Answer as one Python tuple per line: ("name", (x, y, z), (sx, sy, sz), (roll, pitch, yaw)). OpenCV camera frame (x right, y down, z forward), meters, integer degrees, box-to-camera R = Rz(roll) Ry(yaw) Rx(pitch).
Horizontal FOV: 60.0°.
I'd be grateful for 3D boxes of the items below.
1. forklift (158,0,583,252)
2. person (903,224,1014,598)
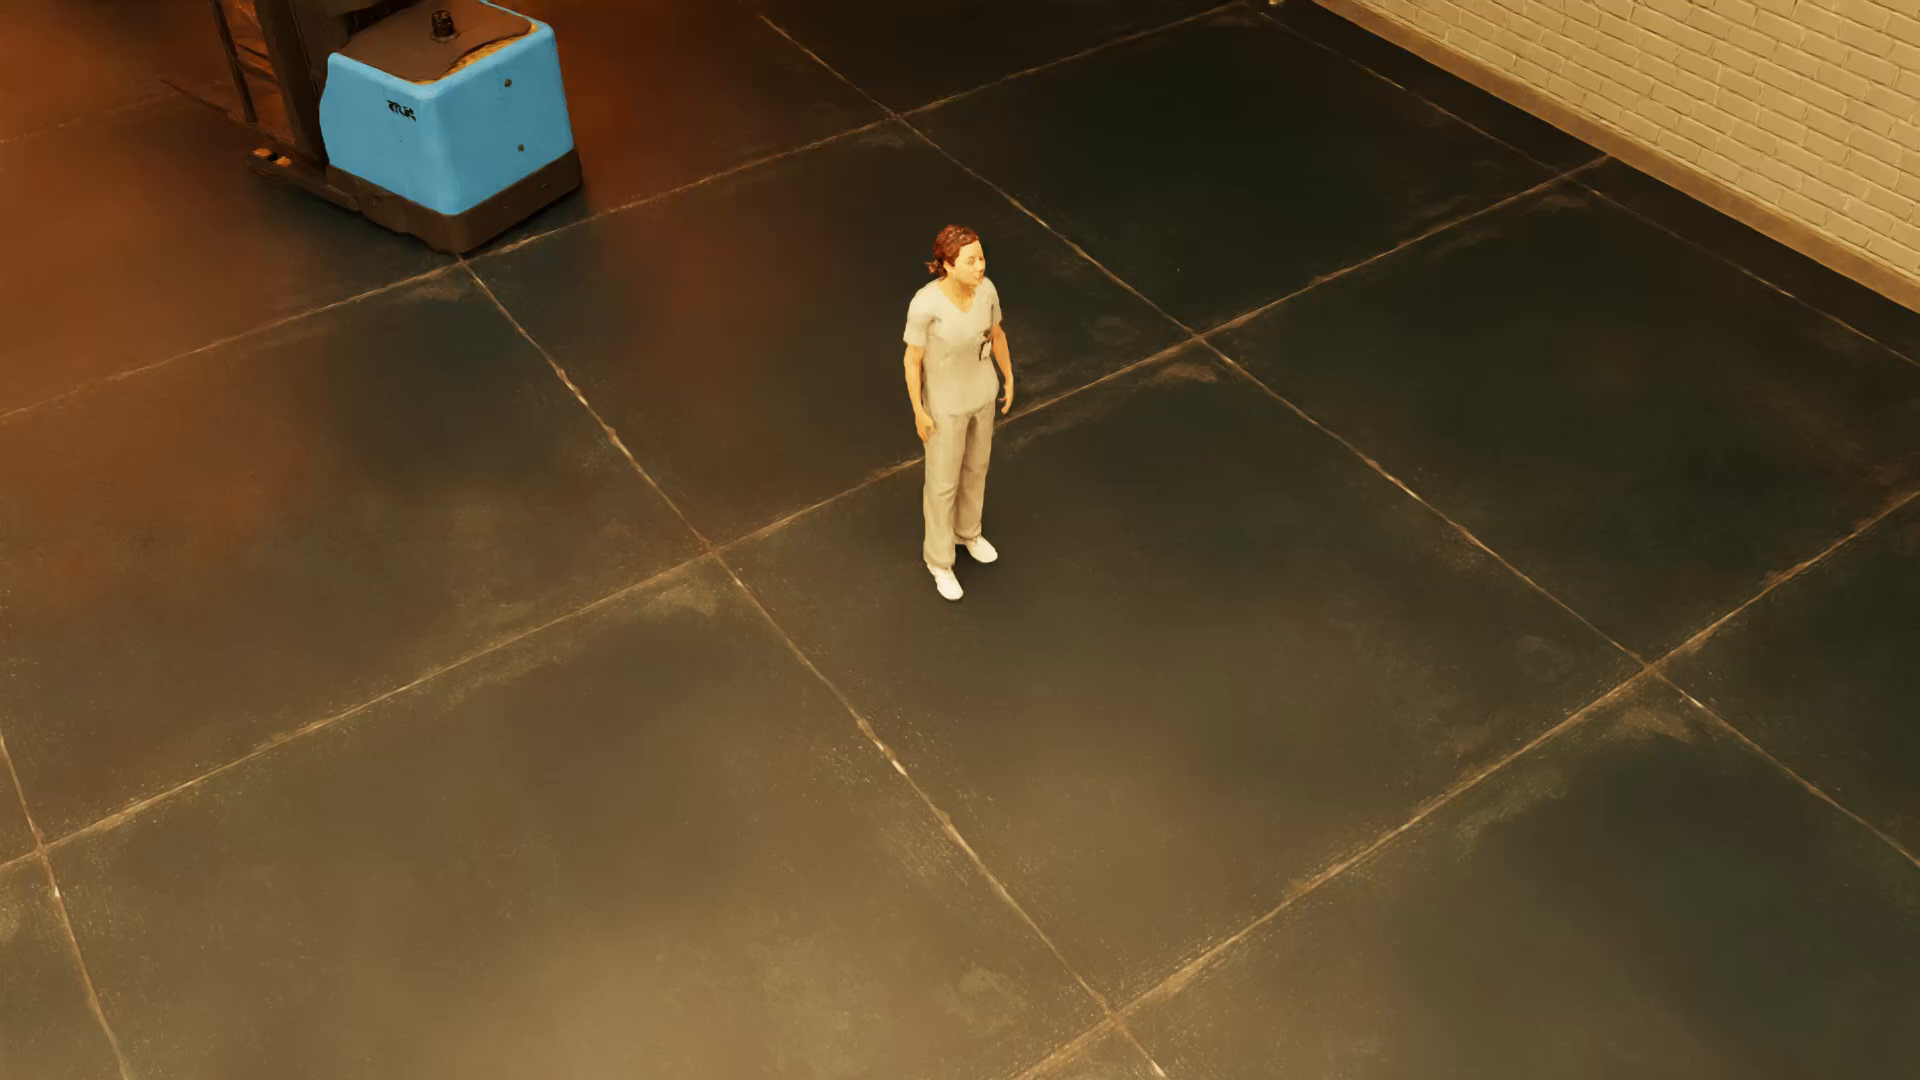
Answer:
("forklift", (-3.799, -3.532, 9.549), (3.031, 2.935, 1.130), (25, 48, 25))
("person", (0.031, -0.575, 7.256), (0.550, 1.674, 0.548), (-25, 48, -25))
